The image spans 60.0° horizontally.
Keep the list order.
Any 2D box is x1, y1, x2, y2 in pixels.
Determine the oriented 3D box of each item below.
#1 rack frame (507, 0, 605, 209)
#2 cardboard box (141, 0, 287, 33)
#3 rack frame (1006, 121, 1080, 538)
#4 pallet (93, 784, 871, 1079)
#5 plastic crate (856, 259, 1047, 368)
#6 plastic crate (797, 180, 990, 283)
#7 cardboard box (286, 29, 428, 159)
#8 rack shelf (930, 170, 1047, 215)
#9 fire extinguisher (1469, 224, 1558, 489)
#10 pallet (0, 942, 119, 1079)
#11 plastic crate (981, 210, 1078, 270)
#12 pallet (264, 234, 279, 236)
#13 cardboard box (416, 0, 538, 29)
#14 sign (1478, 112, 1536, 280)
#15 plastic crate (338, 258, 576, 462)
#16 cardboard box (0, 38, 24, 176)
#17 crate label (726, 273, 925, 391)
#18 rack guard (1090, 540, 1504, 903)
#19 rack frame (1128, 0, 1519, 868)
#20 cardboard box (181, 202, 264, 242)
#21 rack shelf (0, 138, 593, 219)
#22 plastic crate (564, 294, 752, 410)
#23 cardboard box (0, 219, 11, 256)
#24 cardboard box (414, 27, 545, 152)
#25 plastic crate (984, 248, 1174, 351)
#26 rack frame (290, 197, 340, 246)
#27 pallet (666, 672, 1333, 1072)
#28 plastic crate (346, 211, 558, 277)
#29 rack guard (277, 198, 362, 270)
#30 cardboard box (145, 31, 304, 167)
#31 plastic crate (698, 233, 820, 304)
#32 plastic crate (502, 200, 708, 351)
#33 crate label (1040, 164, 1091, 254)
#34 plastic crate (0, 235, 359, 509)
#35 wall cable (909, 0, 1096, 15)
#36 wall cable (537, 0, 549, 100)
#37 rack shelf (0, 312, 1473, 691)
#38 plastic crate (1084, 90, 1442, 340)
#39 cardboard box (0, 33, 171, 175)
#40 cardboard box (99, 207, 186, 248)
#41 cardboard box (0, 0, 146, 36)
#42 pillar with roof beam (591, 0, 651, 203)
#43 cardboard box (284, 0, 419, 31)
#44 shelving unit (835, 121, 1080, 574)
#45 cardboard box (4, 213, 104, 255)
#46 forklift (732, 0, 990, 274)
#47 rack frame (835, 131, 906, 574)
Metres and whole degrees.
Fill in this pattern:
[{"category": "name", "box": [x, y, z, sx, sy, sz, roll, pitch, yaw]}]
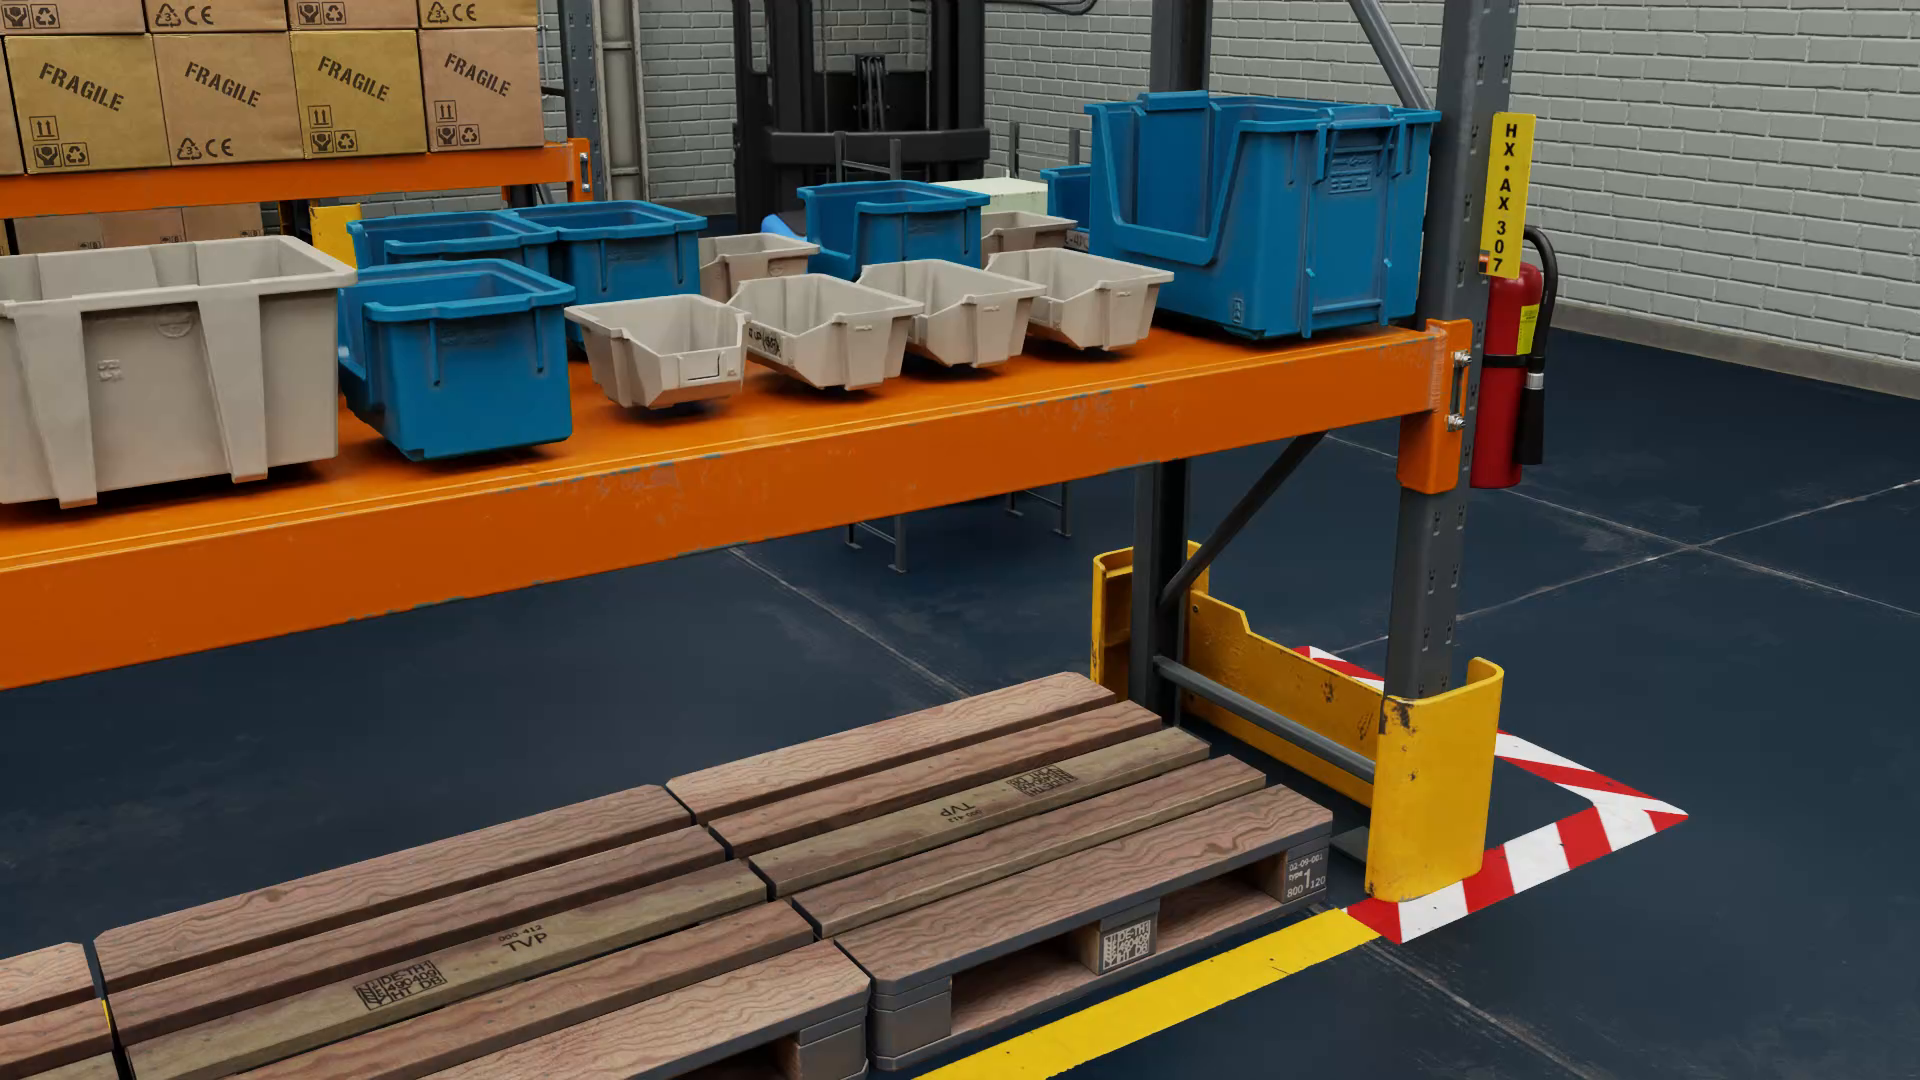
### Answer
[{"category": "rack frame", "box": [-1.931, -2.089, 7.741, 0.127, 3.000, 1.000, -12, 22, -31]}, {"category": "cardboard box", "box": [-3.004, -2.277, 6.578, 0.500, 0.500, 0.500, -11, 22, -30]}, {"category": "rack frame", "box": [0.300, -0.774, 6.192, 0.023, 1.500, 0.400, -12, 22, -31]}, {"category": "pallet", "box": [-0.938, 0.906, 3.236, 1.213, 0.211, 1.003, -12, 22, -31]}, {"category": "plastic crate", "box": [-0.042, -0.428, 3.145, 0.243, 0.136, 0.396, -12, 22, -31]}, {"category": "plastic crate", "box": [-0.147, -0.641, 3.626, 0.300, 0.233, 0.416, -12, 22, -31]}, {"category": "cardboard box", "box": [-2.587, -1.893, 7.003, 0.500, 0.500, 0.500, -12, 22, -31]}, {"category": "rack shelf", "box": [-0.006, -1.079, 5.876, 0.720, 0.370, 0.431, -12, 22, -31]}, {"category": "fire extinguisher", "box": [1.166, -0.455, 3.611, 0.183, 0.674, 0.296, -12, 22, -31]}, {"category": "pallet", "box": [-1.958, 1.122, 2.596, 1.213, 0.211, 1.003, -12, 22, -31]}, {"category": "plastic crate", "box": [0.089, -0.677, 3.883, 0.298, 0.136, 0.250, -12, 22, -31]}, {"category": "pallet", "box": [-5.284, -1.931, 11.626, 1.213, 0.211, 1.003, -12, 22, -31]}, {"category": "cardboard box", "box": [-2.152, -2.458, 7.115, 0.500, 0.500, 0.500, -12, 22, -32]}, {"category": "sign", "box": [1.106, -0.697, 3.367, 0.005, 0.325, 0.100, -12, 22, -31]}, {"category": "plastic crate", "box": [-0.784, -0.282, 2.564, 0.300, 0.233, 0.416, -12, 22, -31]}, {"category": "cardboard box", "box": [-3.851, -1.627, 6.219, 0.500, 0.500, 0.500, -12, 22, -32]}, {"category": "crate label", "box": [-0.261, -0.372, 2.980, 0.243, 0.136, 0.396, -12, 22, -31]}, {"category": "rack guard", "box": [0.803, 0.413, 4.243, 0.348, 0.500, 1.175, -12, 22, -31]}, {"category": "rack frame", "box": [0.790, -0.764, 3.820, 0.127, 3.000, 1.000, -12, 22, -31]}, {"category": "cardboard box", "box": [-5.188, -2.278, 11.548, 0.500, 0.500, 0.700, -12, 22, -31]}, {"category": "rack shelf", "box": [-3.602, -1.396, 6.814, 4.000, 0.370, 1.077, -12, 22, -31]}, {"category": "plastic crate", "box": [-0.498, -0.315, 2.812, 0.250, 0.136, 0.298, -12, 22, -31]}, {"category": "cardboard box", "box": [-6.467, -2.005, 10.741, 0.500, 0.500, 0.700, -11, 22, -30]}, {"category": "cardboard box", "box": [-2.156, -1.985, 7.276, 0.500, 0.500, 0.500, -11, 22, -30]}, {"category": "plastic crate", "box": [0.208, -0.475, 3.284, 0.243, 0.136, 0.396, -12, 22, -31]}, {"category": "rack frame", "box": [-4.659, -3.414, 11.658, 0.127, 3.000, 1.000, -12, 22, -31]}, {"category": "pallet", "box": [0.080, 0.692, 3.868, 1.213, 0.211, 1.003, -12, 22, -31]}, {"category": "plastic crate", "box": [-0.948, -0.473, 3.127, 0.300, 0.233, 0.416, -12, 22, -31]}, {"category": "rack guard", "box": [-4.639, -2.234, 12.071, 0.348, 0.500, 1.175, -12, 22, -31]}, {"category": "cardboard box", "box": [-3.007, -1.806, 6.748, 0.500, 0.500, 0.500, -12, 22, -31]}, {"category": "plastic crate", "box": [-0.477, -0.558, 3.529, 0.298, 0.136, 0.250, -12, 22, -31]}, {"category": "plastic crate", "box": [-0.697, -0.525, 3.283, 0.300, 0.233, 0.416, -12, 22, -31]}, {"category": "crate label", "box": [0.403, -0.757, 3.969, 0.303, 0.233, 0.416, -12, 22, -31]}, {"category": "plastic crate", "box": [-1.174, -0.251, 2.395, 0.530, 0.282, 0.437, -12, 22, -31]}, {"category": "wall cable", "box": [0.261, -5.685, 13.859, 0.112, 2.526, 3.097, -12, 22, -31]}, {"category": "wall cable", "box": [-4.110, -4.373, 12.911, 1.851, 1.984, 0.084, -12, 22, -31]}, {"category": "rack shelf", "box": [-0.880, -0.071, 2.893, 4.000, 0.370, 1.077, -12, 22, -31]}, {"category": "plastic crate", "box": [0.613, -0.700, 3.482, 0.499, 0.435, 0.616, -12, 22, -31]}, {"category": "cardboard box", "box": [-3.428, -1.717, 6.485, 0.500, 0.500, 0.500, -12, 22, -32]}, {"category": "cardboard box", "box": [-5.606, -2.190, 11.287, 0.500, 0.500, 0.700, -12, 22, -32]}, {"category": "cardboard box", "box": [-3.433, -2.186, 6.310, 0.500, 0.500, 0.500, -11, 22, -30]}, {"category": "pillar with roof beam", "box": [-0.512, -5.811, 9.383, 0.400, 9.000, 9.100, -12, 22, -31]}, {"category": "cardboard box", "box": [-2.573, -2.369, 6.851, 0.500, 0.500, 0.500, -11, 22, -30]}, {"category": "shelving unit", "box": [-0.006, -0.709, 6.001, 0.755, 1.500, 0.431, -12, 22, -31]}, {"category": "cardboard box", "box": [-6.026, -2.101, 11.024, 0.500, 0.500, 0.700, -13, 22, -33]}, {"category": "forklift", "box": [-0.489, -1.978, 7.520, 1.130, 2.935, 3.031, -4, 19, -13]}, {"category": "rack frame", "box": [-0.311, -0.645, 5.810, 0.023, 1.500, 0.400, -12, 22, -31]}]
